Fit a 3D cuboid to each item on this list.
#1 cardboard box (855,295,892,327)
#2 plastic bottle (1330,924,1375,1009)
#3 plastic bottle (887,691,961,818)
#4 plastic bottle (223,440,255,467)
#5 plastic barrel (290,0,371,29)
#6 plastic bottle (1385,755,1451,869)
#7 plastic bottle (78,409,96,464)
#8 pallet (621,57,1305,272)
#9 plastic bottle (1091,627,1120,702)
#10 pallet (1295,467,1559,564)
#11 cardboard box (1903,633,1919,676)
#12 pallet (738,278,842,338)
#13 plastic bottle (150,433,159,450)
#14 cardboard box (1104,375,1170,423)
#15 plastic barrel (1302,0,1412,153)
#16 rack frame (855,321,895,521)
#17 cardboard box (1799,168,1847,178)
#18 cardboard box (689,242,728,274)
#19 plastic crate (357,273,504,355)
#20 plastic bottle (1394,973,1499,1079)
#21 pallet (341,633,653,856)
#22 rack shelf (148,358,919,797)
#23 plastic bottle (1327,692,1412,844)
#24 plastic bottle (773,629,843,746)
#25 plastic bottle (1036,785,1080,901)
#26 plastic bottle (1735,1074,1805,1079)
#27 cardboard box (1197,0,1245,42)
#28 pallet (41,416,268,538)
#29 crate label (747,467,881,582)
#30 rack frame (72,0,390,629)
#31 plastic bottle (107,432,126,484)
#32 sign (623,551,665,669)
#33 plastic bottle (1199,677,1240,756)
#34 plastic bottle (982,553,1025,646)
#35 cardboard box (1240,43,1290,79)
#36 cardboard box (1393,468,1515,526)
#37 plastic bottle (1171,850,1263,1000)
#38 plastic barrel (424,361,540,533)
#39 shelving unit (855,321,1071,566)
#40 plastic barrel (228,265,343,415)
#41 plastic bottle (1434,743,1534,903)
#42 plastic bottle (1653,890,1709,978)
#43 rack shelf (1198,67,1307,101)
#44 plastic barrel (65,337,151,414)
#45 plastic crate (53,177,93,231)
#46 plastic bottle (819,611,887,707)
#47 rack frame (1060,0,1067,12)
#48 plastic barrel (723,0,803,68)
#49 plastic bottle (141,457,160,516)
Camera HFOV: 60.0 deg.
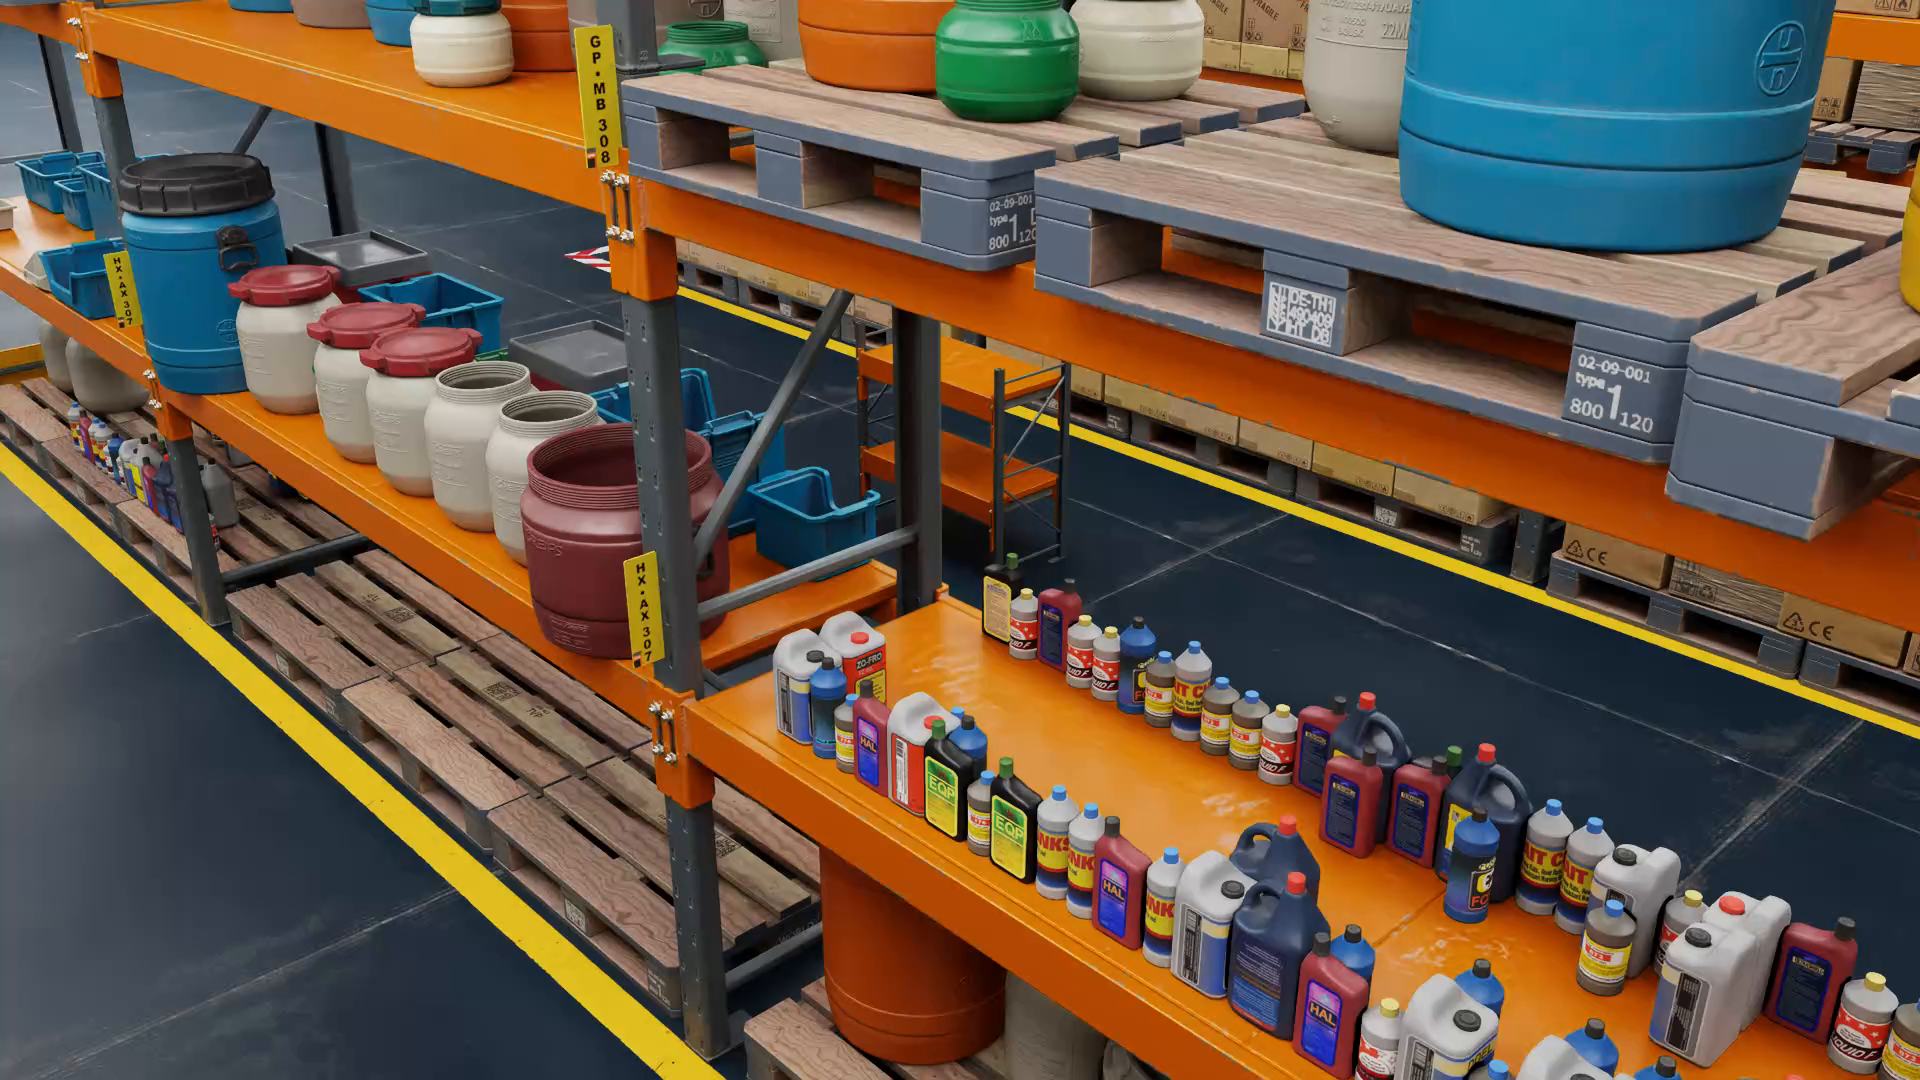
[{"bbox_3d":[-0.387,-1.681,11.628,0.500,0.250,0.500,-21,32,-38],"label":"cardboard box"},{"bbox_3d":[0.777,0.891,3.339,0.097,0.271,0.097,0,25,0],"label":"plastic bottle"},{"bbox_3d":[-0.084,0.527,4.130,0.152,0.276,0.135,-21,32,-38],"label":"plastic bottle"},{"bbox_3d":[-3.954,-0.564,9.124,0.152,0.276,0.135,-21,32,-38],"label":"plastic bottle"},{"bbox_3d":[-2.241,-2.407,6.193,0.600,0.901,0.600,0,25,0],"label":"plastic barrel"},{"bbox_3d":[1.082,0.622,3.913,0.061,0.283,0.133,-21,32,-38],"label":"plastic bottle"},{"bbox_3d":[-4.775,-0.569,9.126,0.061,0.283,0.133,-21,32,-38],"label":"plastic bottle"},{"bbox_3d":[-0.009,-0.912,3.748,1.003,0.211,1.213,-21,32,-38],"label":"pallet"},{"bbox_3d":[0.417,0.339,4.632,0.097,0.201,0.097,0,25,0],"label":"plastic bottle"},{"bbox_3d":[2.624,-0.288,9.128,1.003,0.211,1.213,-21,32,-38],"label":"pallet"},{"bbox_3d":[4.322,0.327,6.902,0.500,0.500,0.500,22,33,40],"label":"cardboard box"},{"bbox_3d":[-0.927,-1.862,12.578,1.003,0.211,1.213,-21,32,-38],"label":"pallet"},{"bbox_3d":[-4.228,-0.419,8.797,0.061,0.283,0.133,-21,32,-38],"label":"plastic bottle"},{"bbox_3d":[1.223,-0.945,10.014,0.500,0.250,0.500,-22,33,-40],"label":"cardboard box"},{"bbox_3d":[0.861,-1.016,3.079,0.433,0.535,0.433,0,25,0],"label":"plastic barrel"},{"bbox_3d":[-0.343,-0.664,8.850,0.500,1.125,0.032,-21,32,-38],"label":"rack frame"},{"bbox_3d":[3.670,-1.374,7.522,0.500,0.500,0.700,12,27,25],"label":"cardboard box"},{"bbox_3d":[-1.762,-2.284,12.950,0.500,0.250,0.500,-21,32,-38],"label":"cardboard box"},{"bbox_3d":[-2.213,-0.851,7.021,0.392,0.384,0.575,-21,32,-38],"label":"plastic crate"},{"bbox_3d":[0.923,0.974,3.151,0.152,0.276,0.135,-21,32,-38],"label":"plastic bottle"},{"bbox_3d":[-1.791,0.761,6.828,1.003,0.211,1.213,-21,32,-38],"label":"pallet"},{"bbox_3d":[-1.828,-0.171,6.378,1.077,0.370,4.000,-21,32,-38],"label":"rack shelf"},{"bbox_3d":[0.987,0.538,4.017,0.144,0.351,0.185,-21,32,-38],"label":"plastic bottle"},{"bbox_3d":[-0.401,0.387,4.438,0.152,0.276,0.135,-21,32,-38],"label":"plastic bottle"},{"bbox_3d":[0.224,0.682,3.796,0.097,0.271,0.097,0,25,0],"label":"plastic bottle"},{"bbox_3d":[1.385,1.059,2.874,0.144,0.351,0.185,-21,32,-38],"label":"plastic bottle"},{"bbox_3d":[2.451,-4.715,14.724,0.500,0.500,0.500,-20,31,-37],"label":"cardboard box"},{"bbox_3d":[-4.461,-0.421,9.418,1.003,0.211,1.213,-21,32,-38],"label":"pallet"},{"bbox_3d":[-0.475,-0.050,5.448,0.303,0.233,0.416,-21,32,-38],"label":"crate label"},{"bbox_3d":[-3.195,-1.104,7.557,1.000,3.000,0.127,-21,32,-38],"label":"rack frame"},{"bbox_3d":[-4.476,-0.442,8.862,0.097,0.271,0.097,0,25,0],"label":"plastic bottle"},{"bbox_3d":[-0.857,0.191,4.520,0.100,0.325,0.005,-21,32,-38],"label":"sign"},{"bbox_3d":[0.683,0.457,4.374,0.097,0.201,0.097,0,25,0],"label":"plastic bottle"},{"bbox_3d":[0.127,0.162,4.921,0.061,0.283,0.133,-21,32,-38],"label":"plastic bottle"},{"bbox_3d":[2.803,-4.215,14.531,0.500,0.250,0.500,-21,32,-39],"label":"cardboard box"},{"bbox_3d":[2.620,-0.327,8.659,0.500,0.250,0.500,-20,31,-37],"label":"cardboard box"},{"bbox_3d":[0.547,0.807,3.517,0.152,0.276,0.135,-21,32,-38],"label":"plastic bottle"},{"bbox_3d":[-1.607,-0.322,5.707,0.421,0.512,0.421,0,25,0],"label":"plastic barrel"},{"bbox_3d":[0.005,-0.510,8.512,0.538,1.125,1.048,-21,32,-38],"label":"shelving unit"},{"bbox_3d":[-2.701,-0.814,6.757,0.433,0.535,0.433,0,25,0],"label":"plastic barrel"},{"bbox_3d":[1.204,0.634,3.805,0.144,0.351,0.185,-21,32,-38],"label":"plastic bottle"},{"bbox_3d":[1.543,0.838,3.538,0.097,0.201,0.097,0,25,0],"label":"plastic bottle"},{"bbox_3d":[2.670,-4.193,15.195,1.077,0.370,4.000,-21,32,-38],"label":"rack shelf"},{"bbox_3d":[-5.080,-1.046,9.920,0.421,0.512,0.421,0,25,0],"label":"plastic barrel"},{"bbox_3d":[-4.928,-1.983,9.663,0.499,0.251,0.408,-21,32,-38],"label":"plastic crate"},{"bbox_3d":[-0.290,0.344,4.532,0.152,0.276,0.135,-21,32,-38],"label":"plastic bottle"},{"bbox_3d":[1.303,-5.127,16.374,1.000,3.000,0.127,-21,32,-38],"label":"rack frame"},{"bbox_3d":[-0.449,-1.489,4.651,0.421,0.512,0.421,0,25,0],"label":"plastic barrel"},{"bbox_3d":[-4.118,-0.278,8.488,0.061,0.283,0.133,-19,30,-35],"label":"plastic bottle"}]
